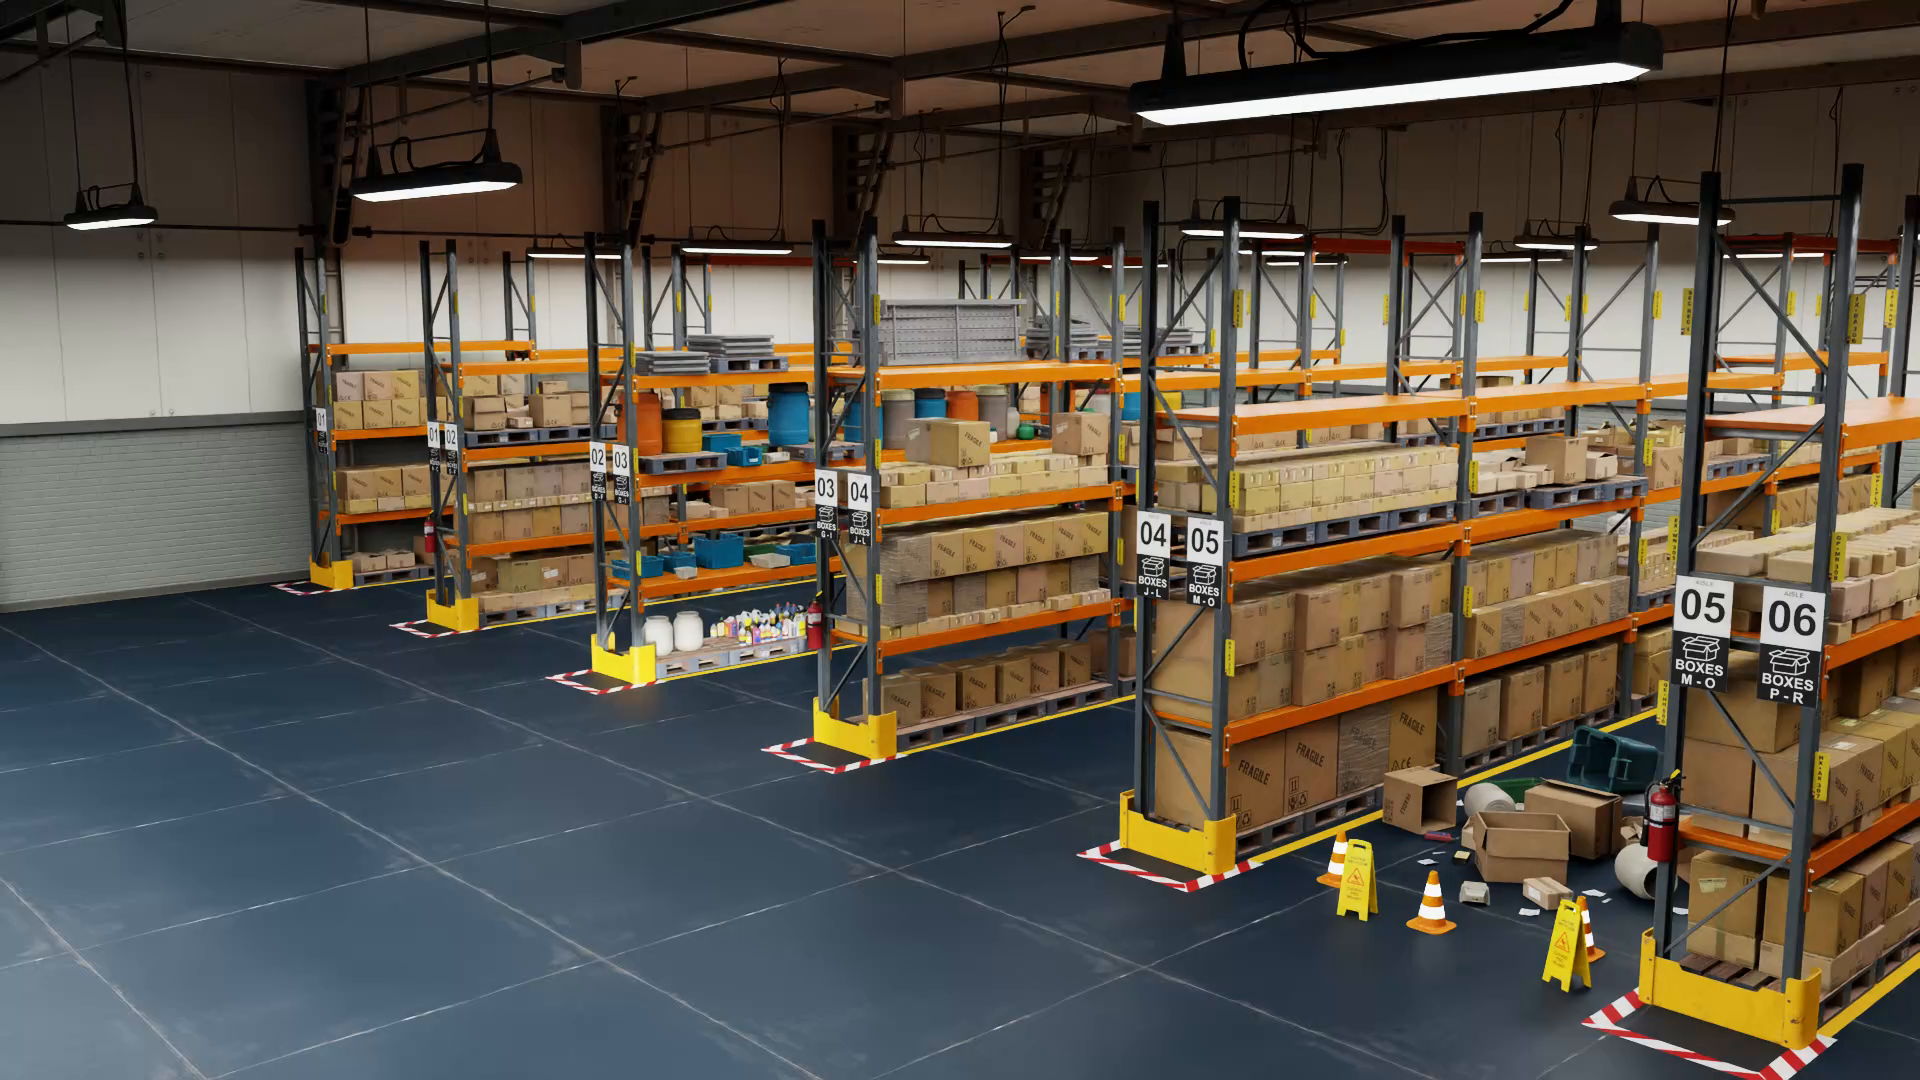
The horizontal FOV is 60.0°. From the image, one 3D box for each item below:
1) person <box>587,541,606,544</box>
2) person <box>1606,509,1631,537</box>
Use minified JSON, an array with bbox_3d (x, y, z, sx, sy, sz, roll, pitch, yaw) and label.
[{"bbox_3d":[-6.733,-0.171,30.915,0.472,1.663,0.762,3,9,22],"label":"person"},{"bbox_3d":[11.341,0.173,28.459,0.588,1.667,0.466,7,11,41],"label":"person"}]
